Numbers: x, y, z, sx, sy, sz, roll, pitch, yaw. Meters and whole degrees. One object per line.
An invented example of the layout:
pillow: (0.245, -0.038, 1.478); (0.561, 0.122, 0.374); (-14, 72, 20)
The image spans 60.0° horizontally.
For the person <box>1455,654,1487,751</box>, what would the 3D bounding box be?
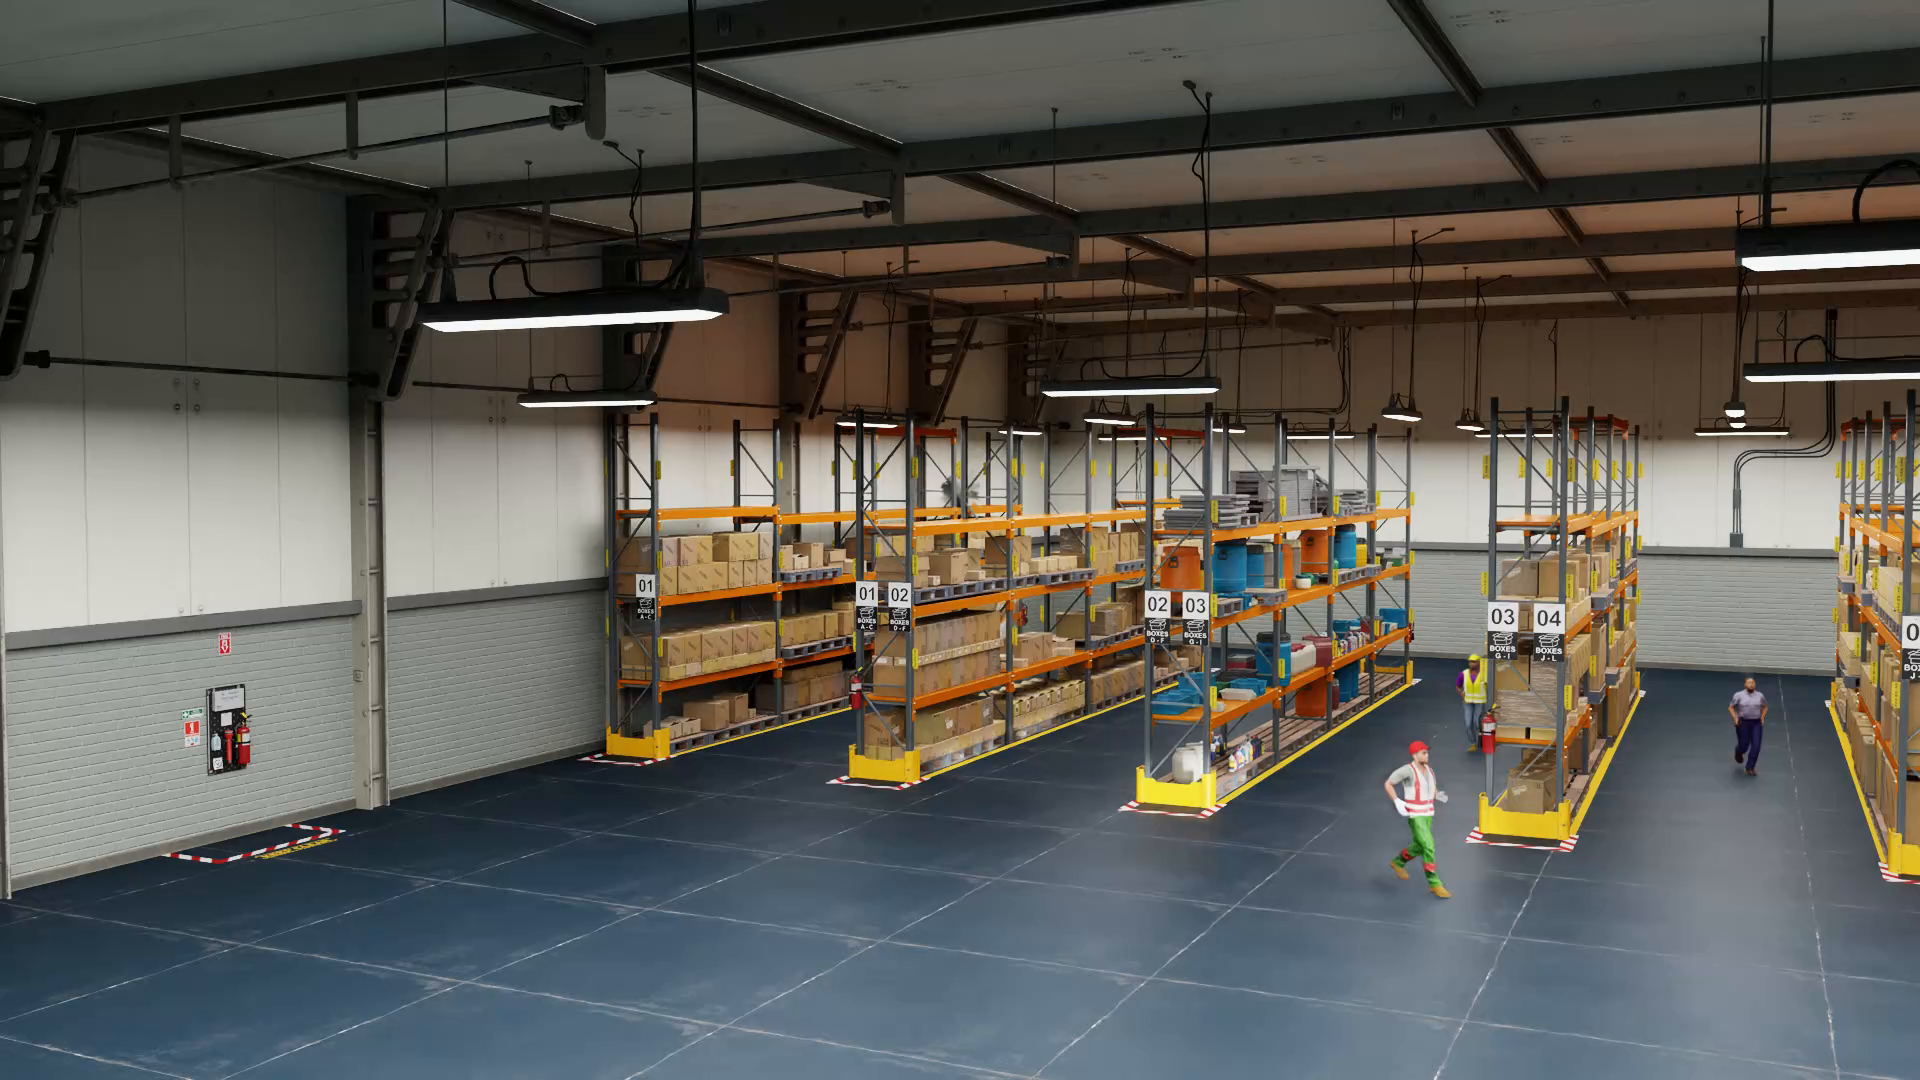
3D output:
person: (9.140, 2.898, 29.565); (0.698, 1.723, 0.579); (1, 3, 27)

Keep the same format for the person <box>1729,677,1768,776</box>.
person: (13.012, 3.055, 27.422); (0.608, 1.608, 0.607); (1, 2, 13)

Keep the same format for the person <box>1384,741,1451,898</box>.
person: (5.446, 3.269, 19.725); (0.685, 1.769, 0.971); (-2, 3, -38)
